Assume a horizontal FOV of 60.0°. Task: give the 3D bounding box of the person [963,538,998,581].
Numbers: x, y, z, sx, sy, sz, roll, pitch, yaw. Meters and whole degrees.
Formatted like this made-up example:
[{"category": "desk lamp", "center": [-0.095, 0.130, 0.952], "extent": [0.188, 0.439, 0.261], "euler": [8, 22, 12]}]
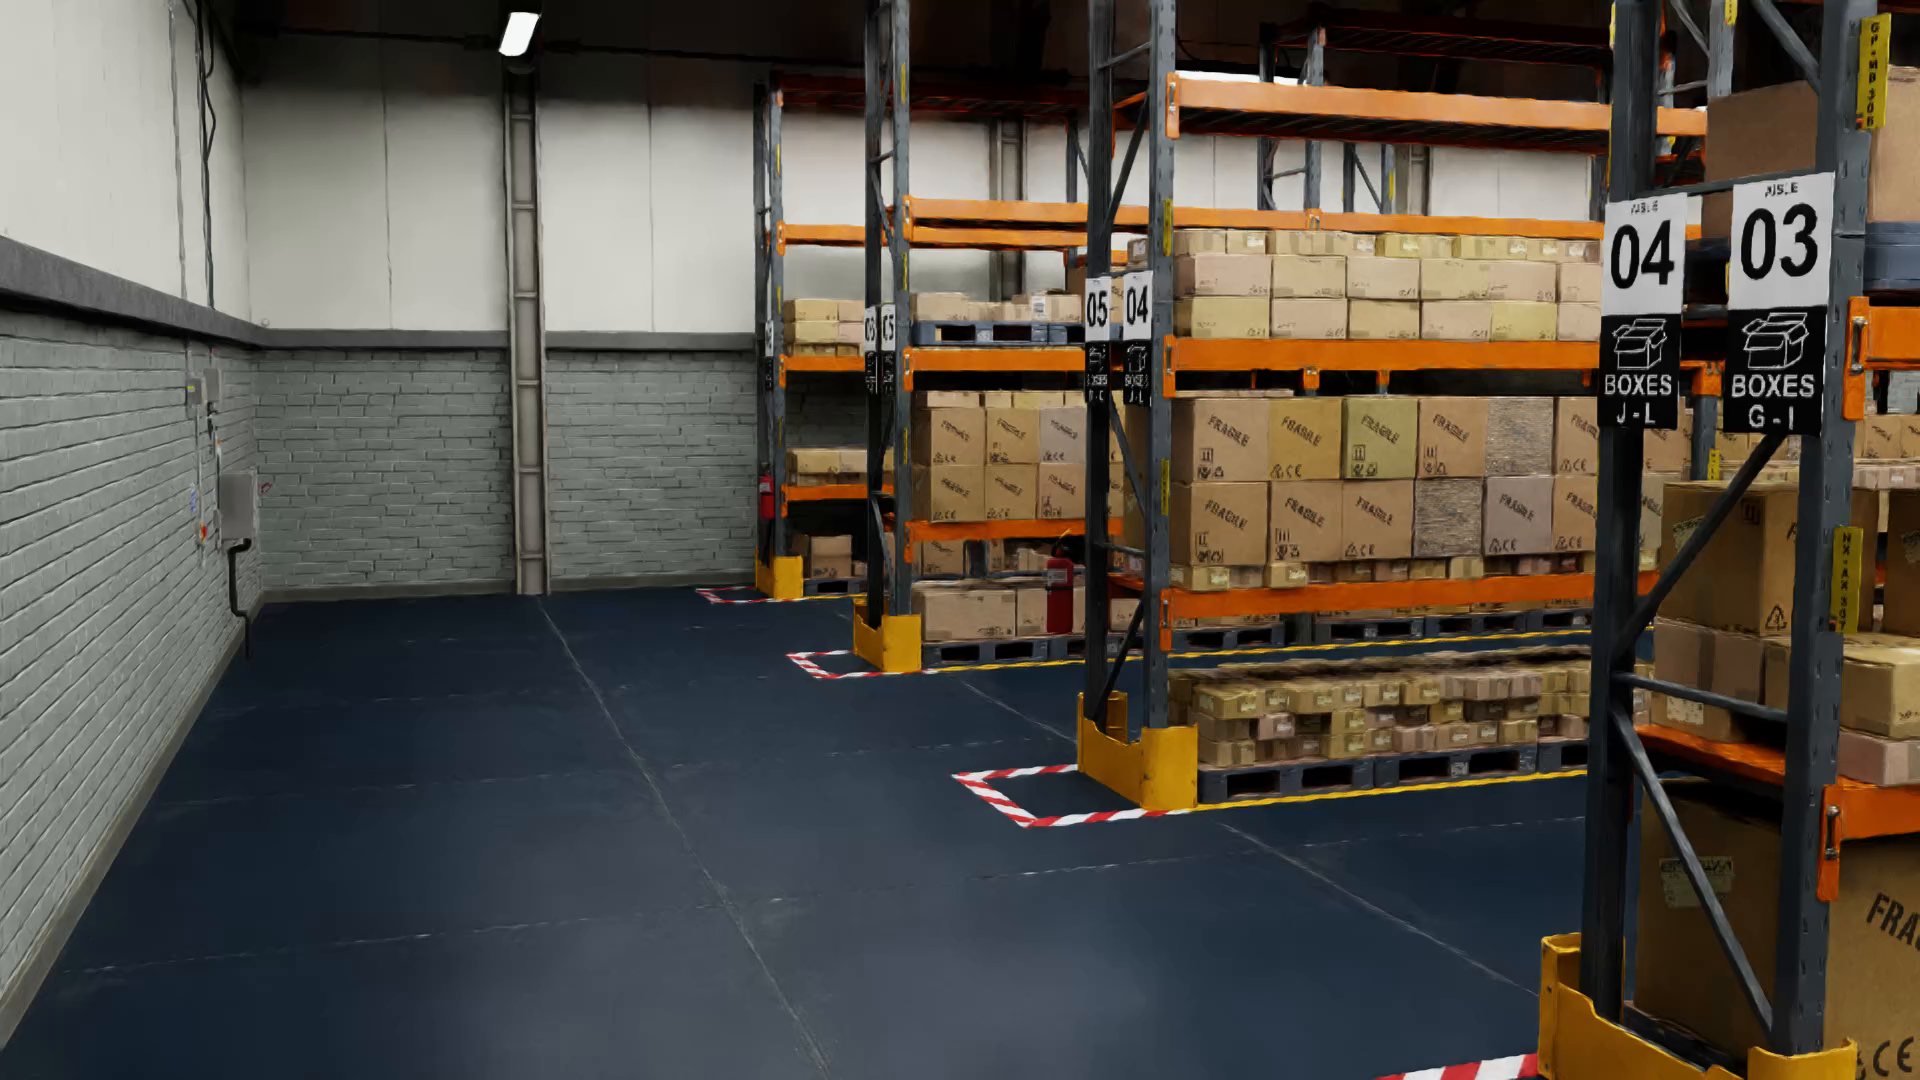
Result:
[{"category": "person", "center": [0.263, -0.070, 17.782], "extent": [0.498, 1.792, 0.566], "euler": [2, 6, 17]}]
